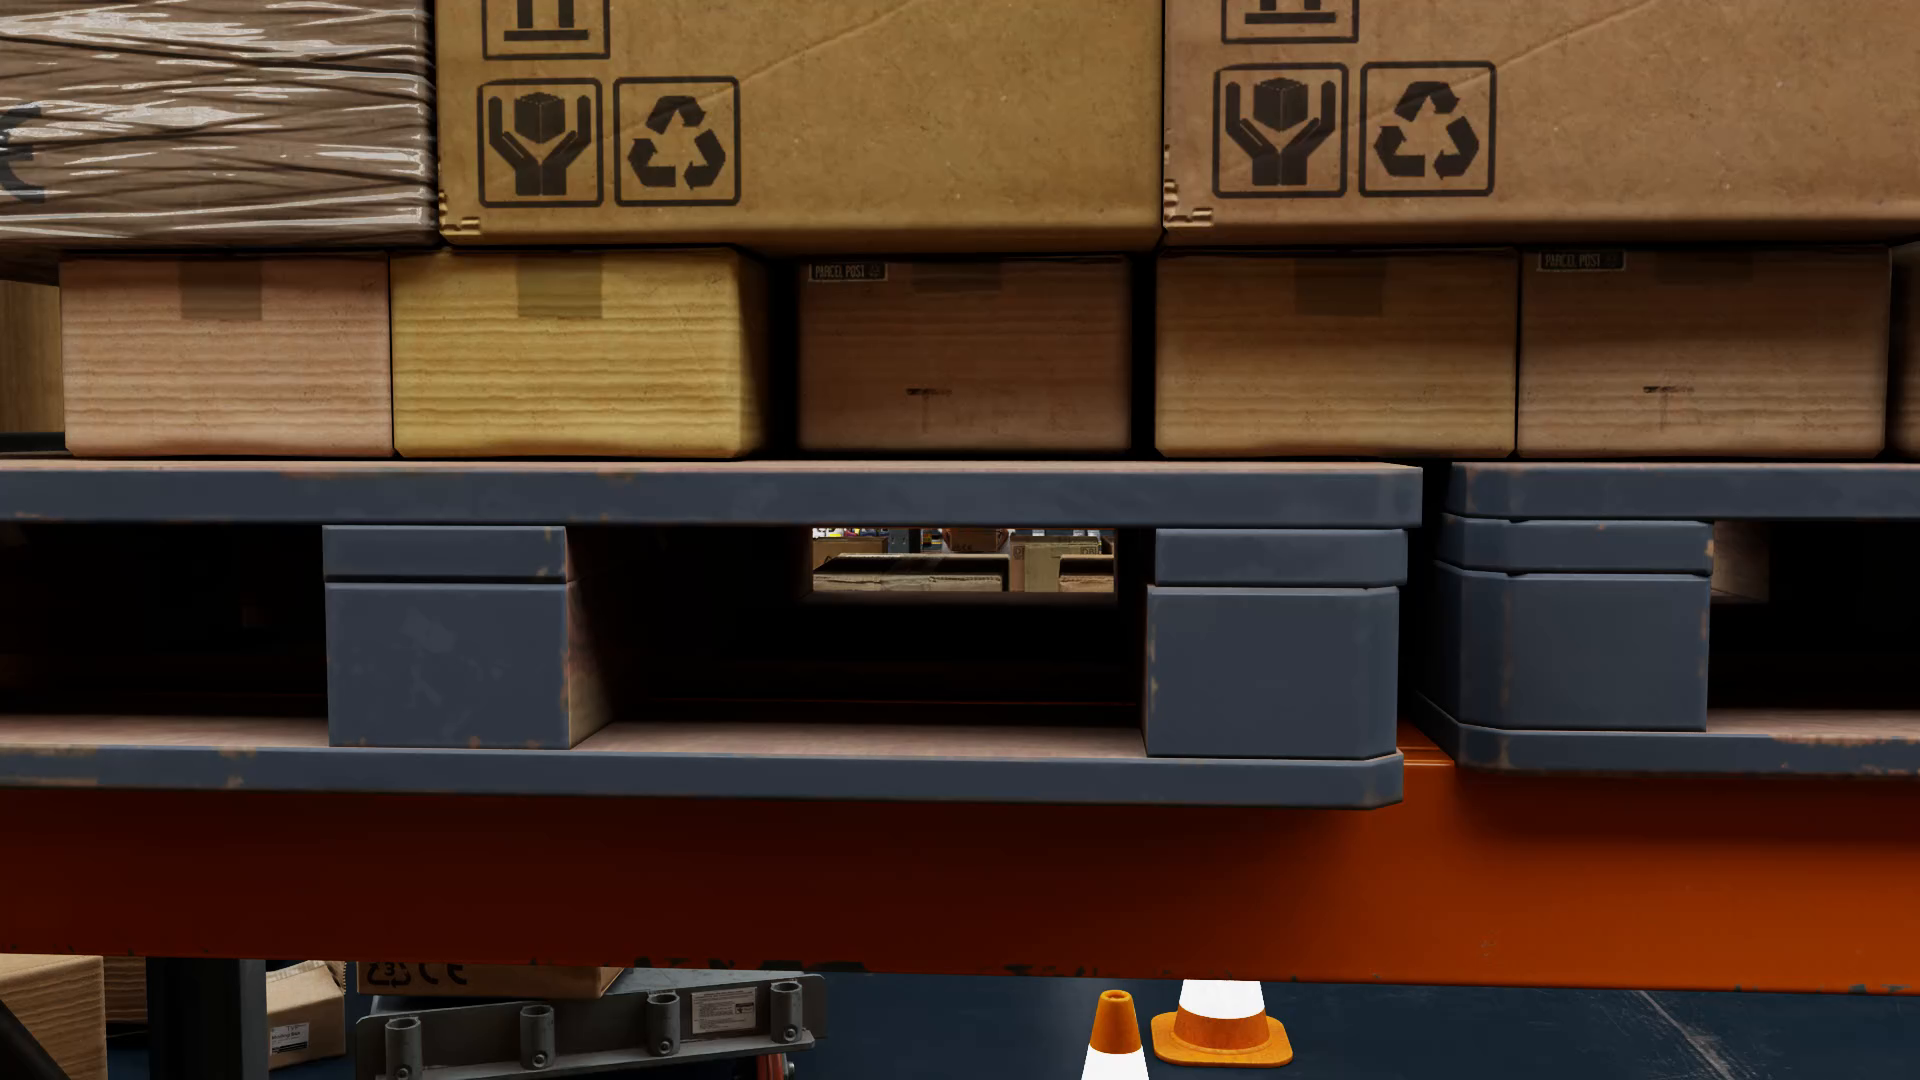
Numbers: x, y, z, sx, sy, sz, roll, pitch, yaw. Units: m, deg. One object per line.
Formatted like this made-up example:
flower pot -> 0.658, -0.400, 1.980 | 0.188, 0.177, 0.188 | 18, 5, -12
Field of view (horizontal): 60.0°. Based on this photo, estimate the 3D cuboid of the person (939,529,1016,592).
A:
person -> 0.094, -0.006, 9.279 | 0.548, 1.770, 0.541 | 0, 4, 3
